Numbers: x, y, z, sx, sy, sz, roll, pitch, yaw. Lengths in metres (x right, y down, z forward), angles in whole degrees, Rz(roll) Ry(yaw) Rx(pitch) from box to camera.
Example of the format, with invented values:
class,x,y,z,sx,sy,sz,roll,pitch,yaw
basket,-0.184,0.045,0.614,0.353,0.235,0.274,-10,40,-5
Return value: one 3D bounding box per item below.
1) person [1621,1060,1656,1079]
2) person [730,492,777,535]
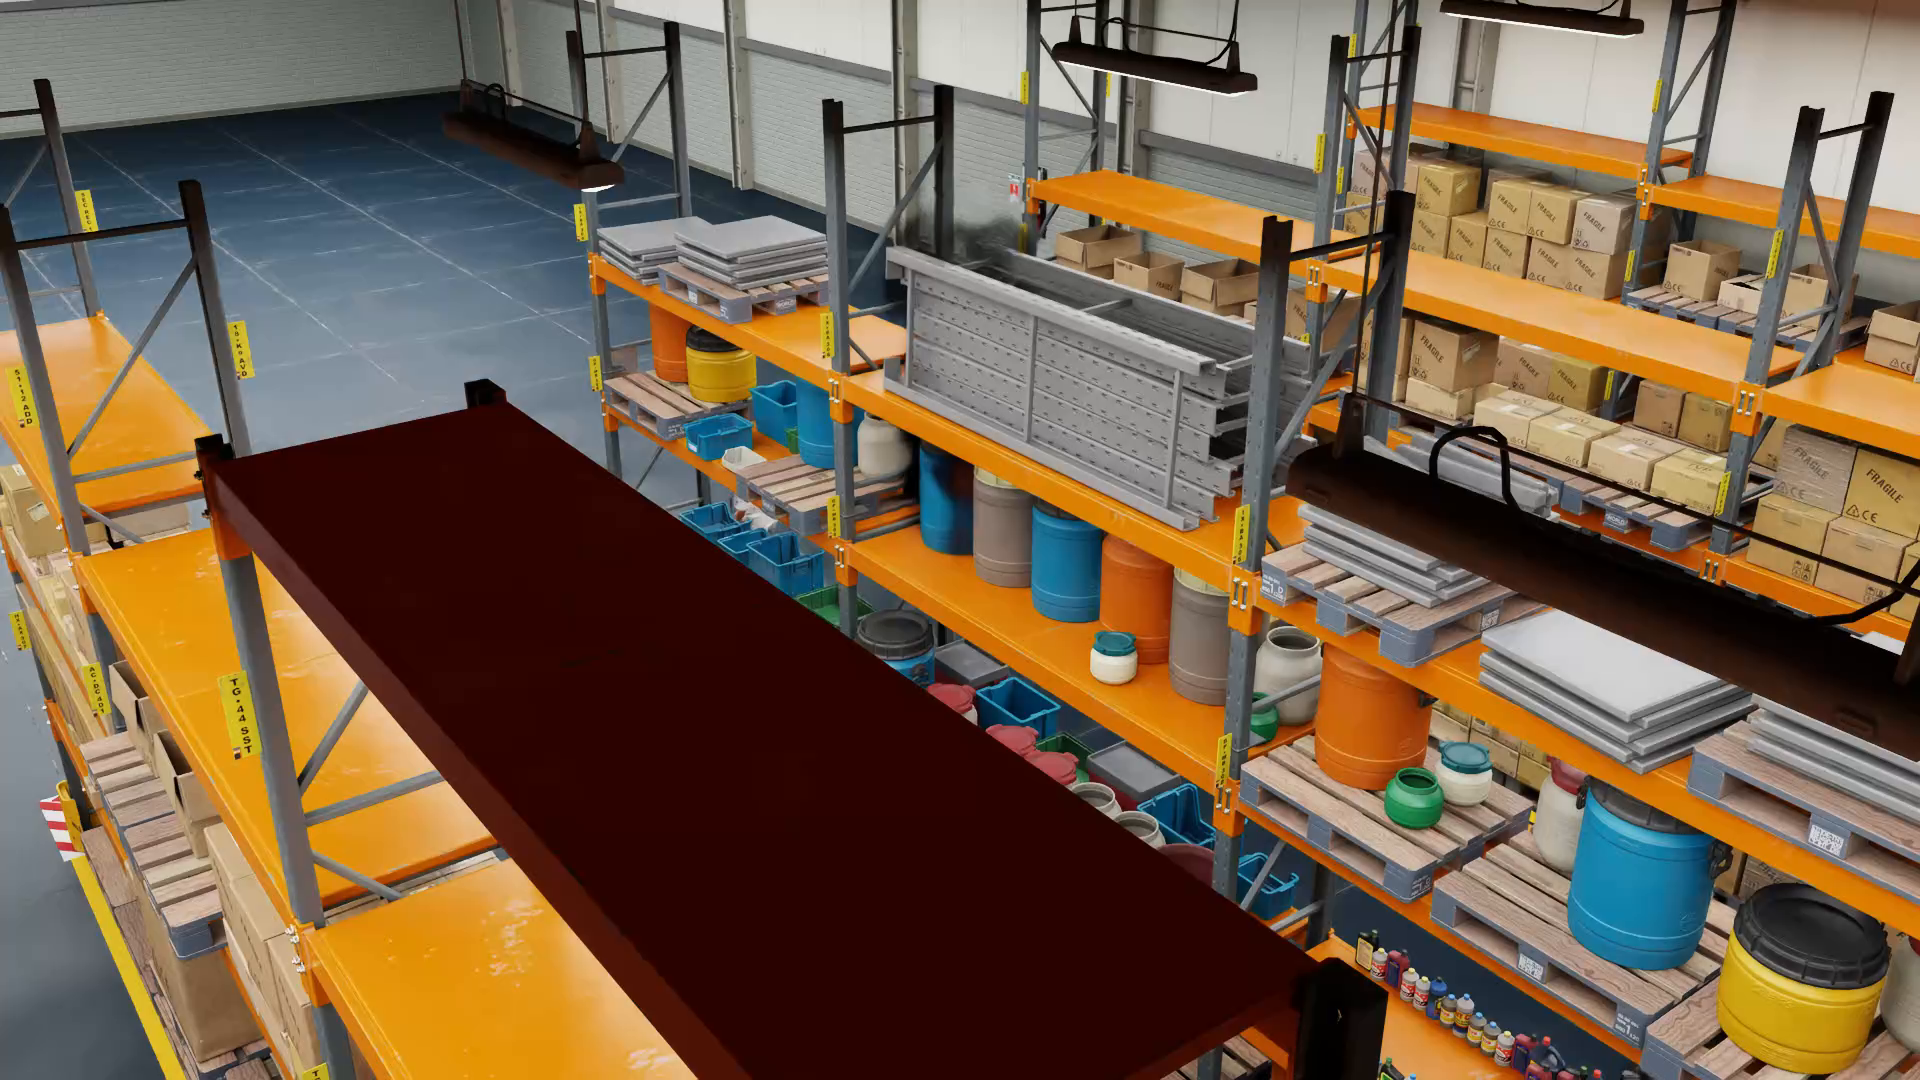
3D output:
class,x,y,z,sx,sy,sz,roll,pitch,yaw
person,4.478,2.827,10.787,0.635,1.727,0.564,-17,30,-33
person,-2.146,-0.167,17.460,0.514,1.630,0.647,12,27,24
